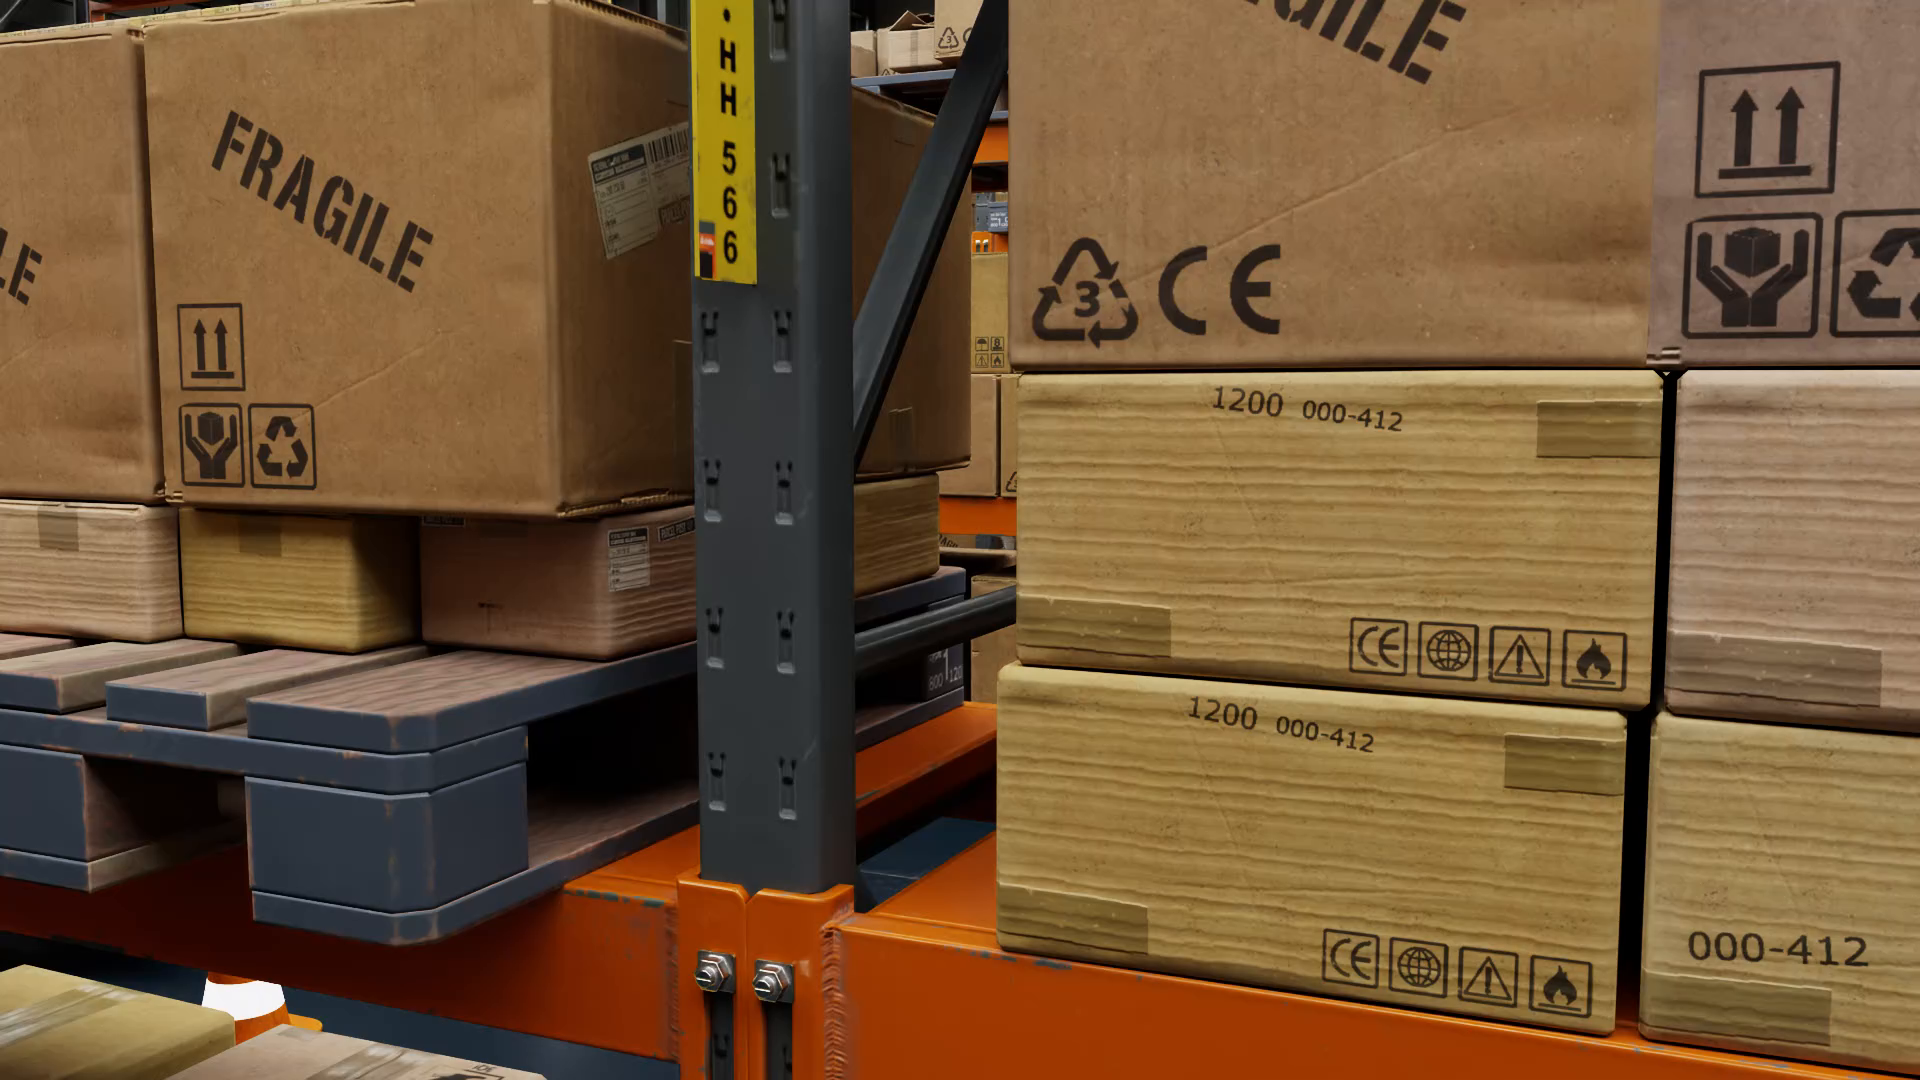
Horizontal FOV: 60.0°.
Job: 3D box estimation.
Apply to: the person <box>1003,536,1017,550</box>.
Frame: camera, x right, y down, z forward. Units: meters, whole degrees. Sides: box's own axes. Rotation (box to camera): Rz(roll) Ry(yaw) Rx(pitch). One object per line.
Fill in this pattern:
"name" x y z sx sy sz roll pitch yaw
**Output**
"person" 0.565 0.069 9.390 0.510 1.662 0.720 -5 8 -41
